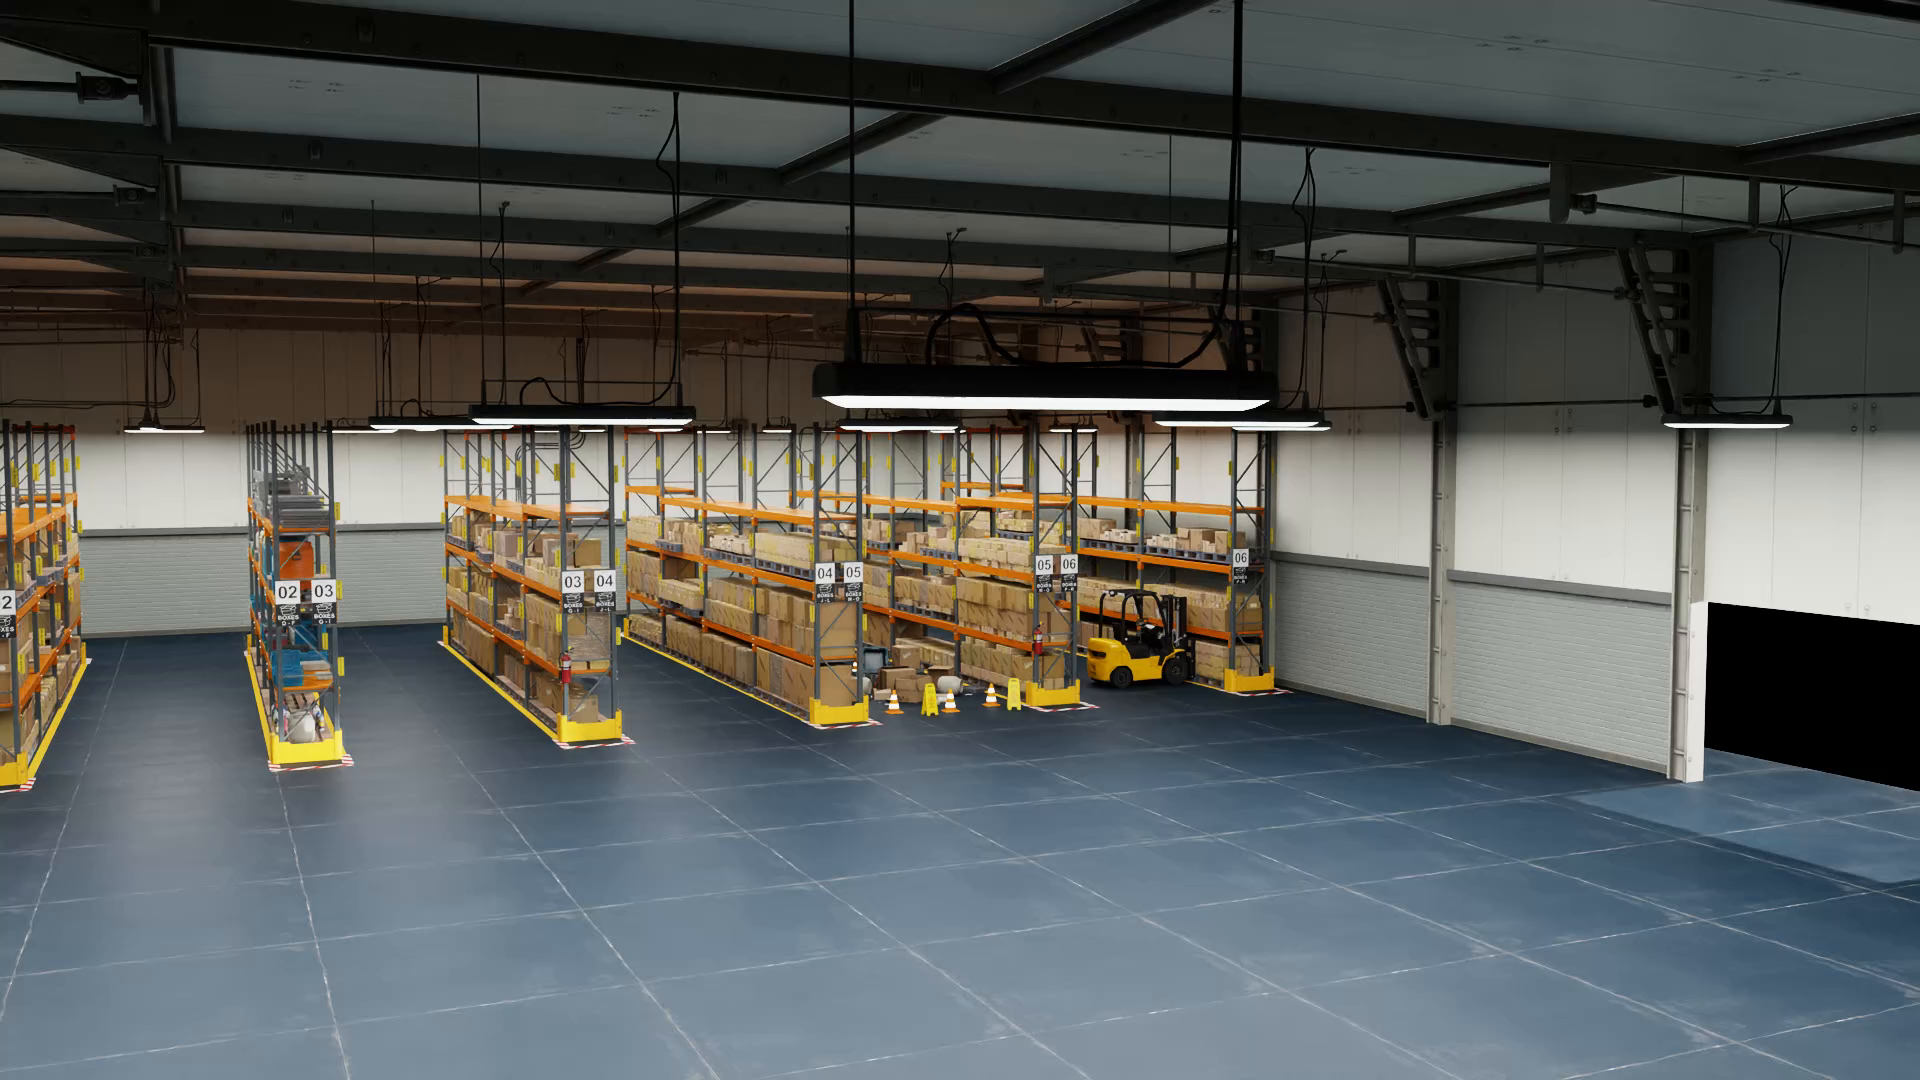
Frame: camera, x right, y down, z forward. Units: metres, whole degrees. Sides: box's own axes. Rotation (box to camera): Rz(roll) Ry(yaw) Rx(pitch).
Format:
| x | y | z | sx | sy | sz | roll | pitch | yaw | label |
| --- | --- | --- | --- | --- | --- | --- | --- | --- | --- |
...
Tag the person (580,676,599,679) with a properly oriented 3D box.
| x | y | z | sx | sy | sz | roll | pitch | yaw | label |
| --- | --- | --- | --- | --- | --- | --- | --- | --- | --- |
| -8.767 | 2.429 | 39.252 | 0.409 | 1.704 | 0.471 | -2 | 4 | -24 | person |
